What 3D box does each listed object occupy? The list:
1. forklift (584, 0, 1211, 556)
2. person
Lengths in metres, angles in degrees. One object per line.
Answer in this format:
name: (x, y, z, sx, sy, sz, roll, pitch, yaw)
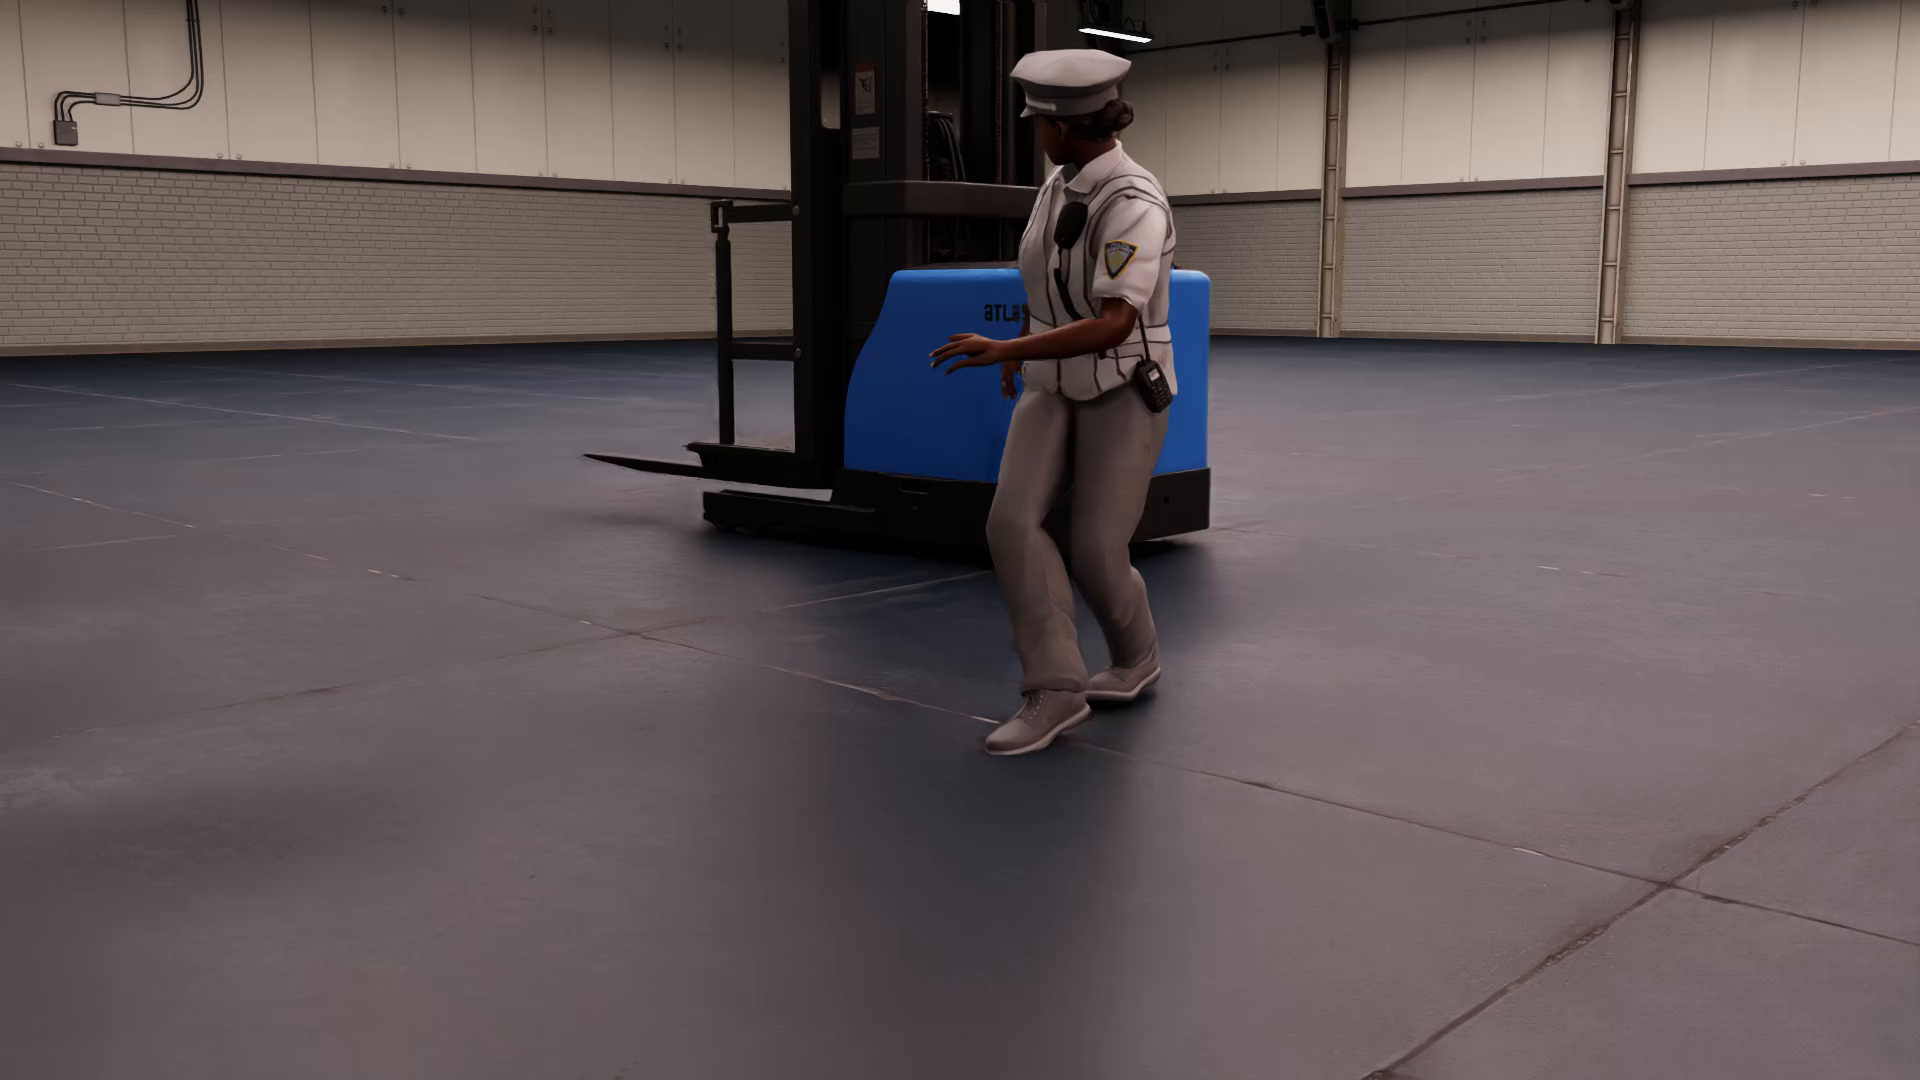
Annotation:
forklift: (-0.447, -1.523, 6.992, 3.031, 2.935, 1.130, 8, 11, 41)
person: (0.170, -0.338, 3.874, 0.778, 1.552, 0.704, -8, 12, -44)
